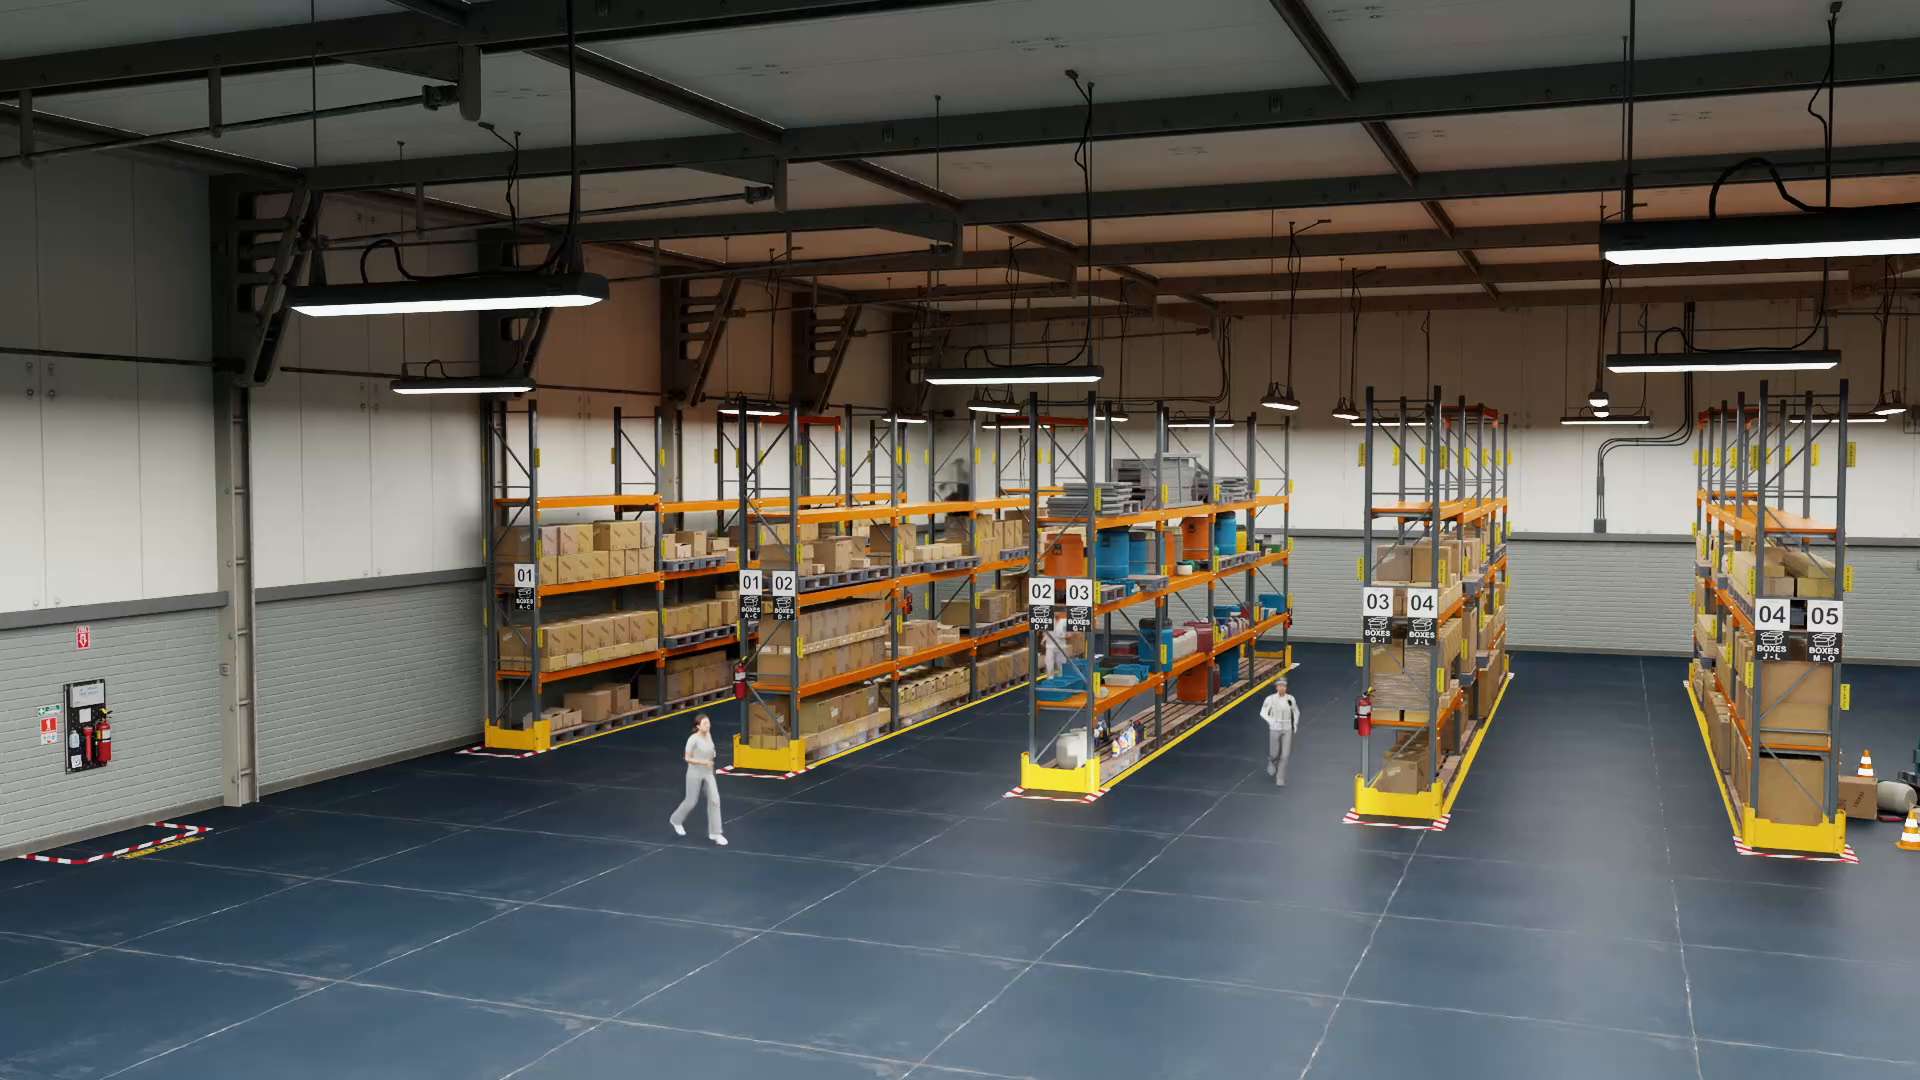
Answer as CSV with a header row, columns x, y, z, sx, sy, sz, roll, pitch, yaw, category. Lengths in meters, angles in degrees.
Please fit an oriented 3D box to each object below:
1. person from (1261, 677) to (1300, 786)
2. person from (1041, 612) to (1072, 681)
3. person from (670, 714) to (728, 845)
x,y,z,sx,sy,sz,roll,pitch,yaw,category
4.924,2.912,25.549,0.616,1.657,0.620,0,3,0,person
1.891,2.181,32.777,0.651,1.823,0.910,1,3,13,person
-3.414,3.085,21.662,0.967,1.668,0.539,2,4,41,person
